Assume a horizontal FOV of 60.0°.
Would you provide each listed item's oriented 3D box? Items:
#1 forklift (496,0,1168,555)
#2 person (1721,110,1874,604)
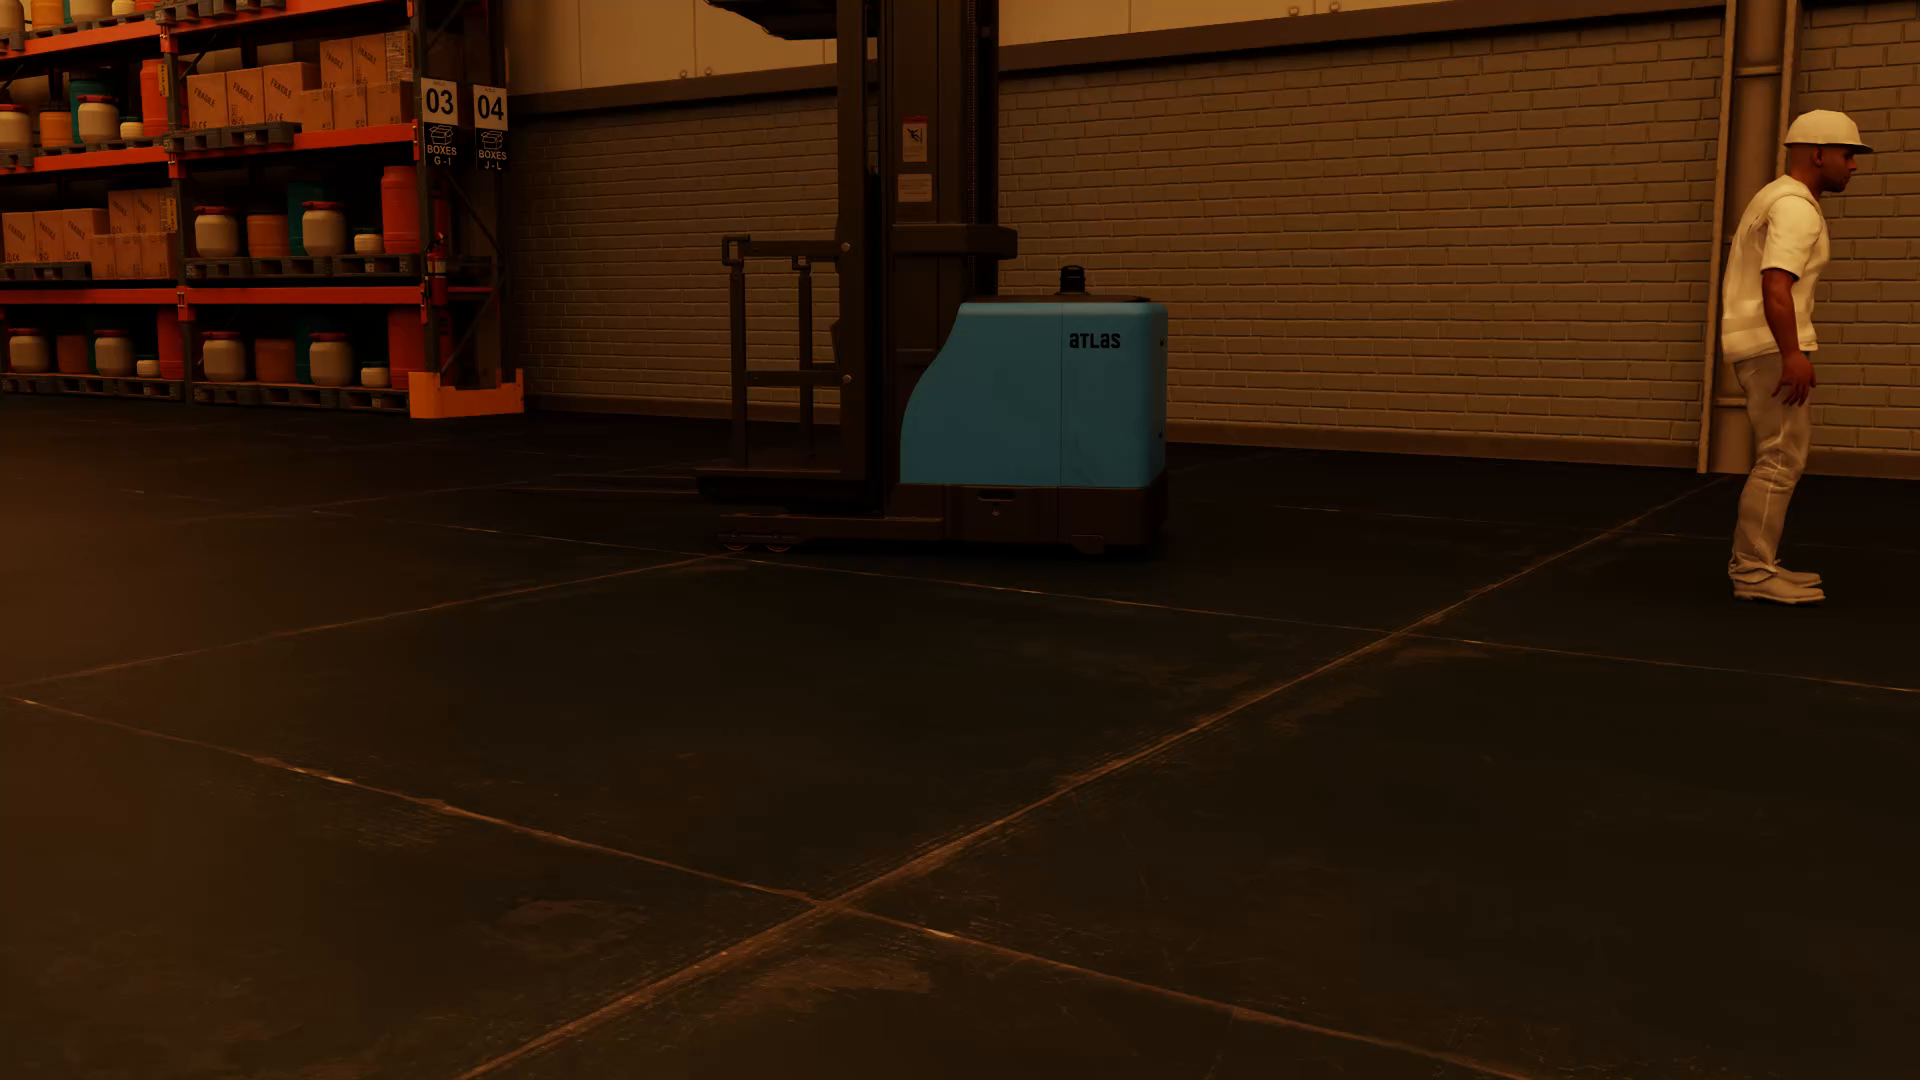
[{"bbox_3d":[-0.596,-1.469,7.520,3.031,2.935,1.130,2,8,12],"label":"forklift"},{"bbox_3d":[3.028,-0.672,6.086,0.462,1.760,0.636,4,9,25],"label":"person"}]
